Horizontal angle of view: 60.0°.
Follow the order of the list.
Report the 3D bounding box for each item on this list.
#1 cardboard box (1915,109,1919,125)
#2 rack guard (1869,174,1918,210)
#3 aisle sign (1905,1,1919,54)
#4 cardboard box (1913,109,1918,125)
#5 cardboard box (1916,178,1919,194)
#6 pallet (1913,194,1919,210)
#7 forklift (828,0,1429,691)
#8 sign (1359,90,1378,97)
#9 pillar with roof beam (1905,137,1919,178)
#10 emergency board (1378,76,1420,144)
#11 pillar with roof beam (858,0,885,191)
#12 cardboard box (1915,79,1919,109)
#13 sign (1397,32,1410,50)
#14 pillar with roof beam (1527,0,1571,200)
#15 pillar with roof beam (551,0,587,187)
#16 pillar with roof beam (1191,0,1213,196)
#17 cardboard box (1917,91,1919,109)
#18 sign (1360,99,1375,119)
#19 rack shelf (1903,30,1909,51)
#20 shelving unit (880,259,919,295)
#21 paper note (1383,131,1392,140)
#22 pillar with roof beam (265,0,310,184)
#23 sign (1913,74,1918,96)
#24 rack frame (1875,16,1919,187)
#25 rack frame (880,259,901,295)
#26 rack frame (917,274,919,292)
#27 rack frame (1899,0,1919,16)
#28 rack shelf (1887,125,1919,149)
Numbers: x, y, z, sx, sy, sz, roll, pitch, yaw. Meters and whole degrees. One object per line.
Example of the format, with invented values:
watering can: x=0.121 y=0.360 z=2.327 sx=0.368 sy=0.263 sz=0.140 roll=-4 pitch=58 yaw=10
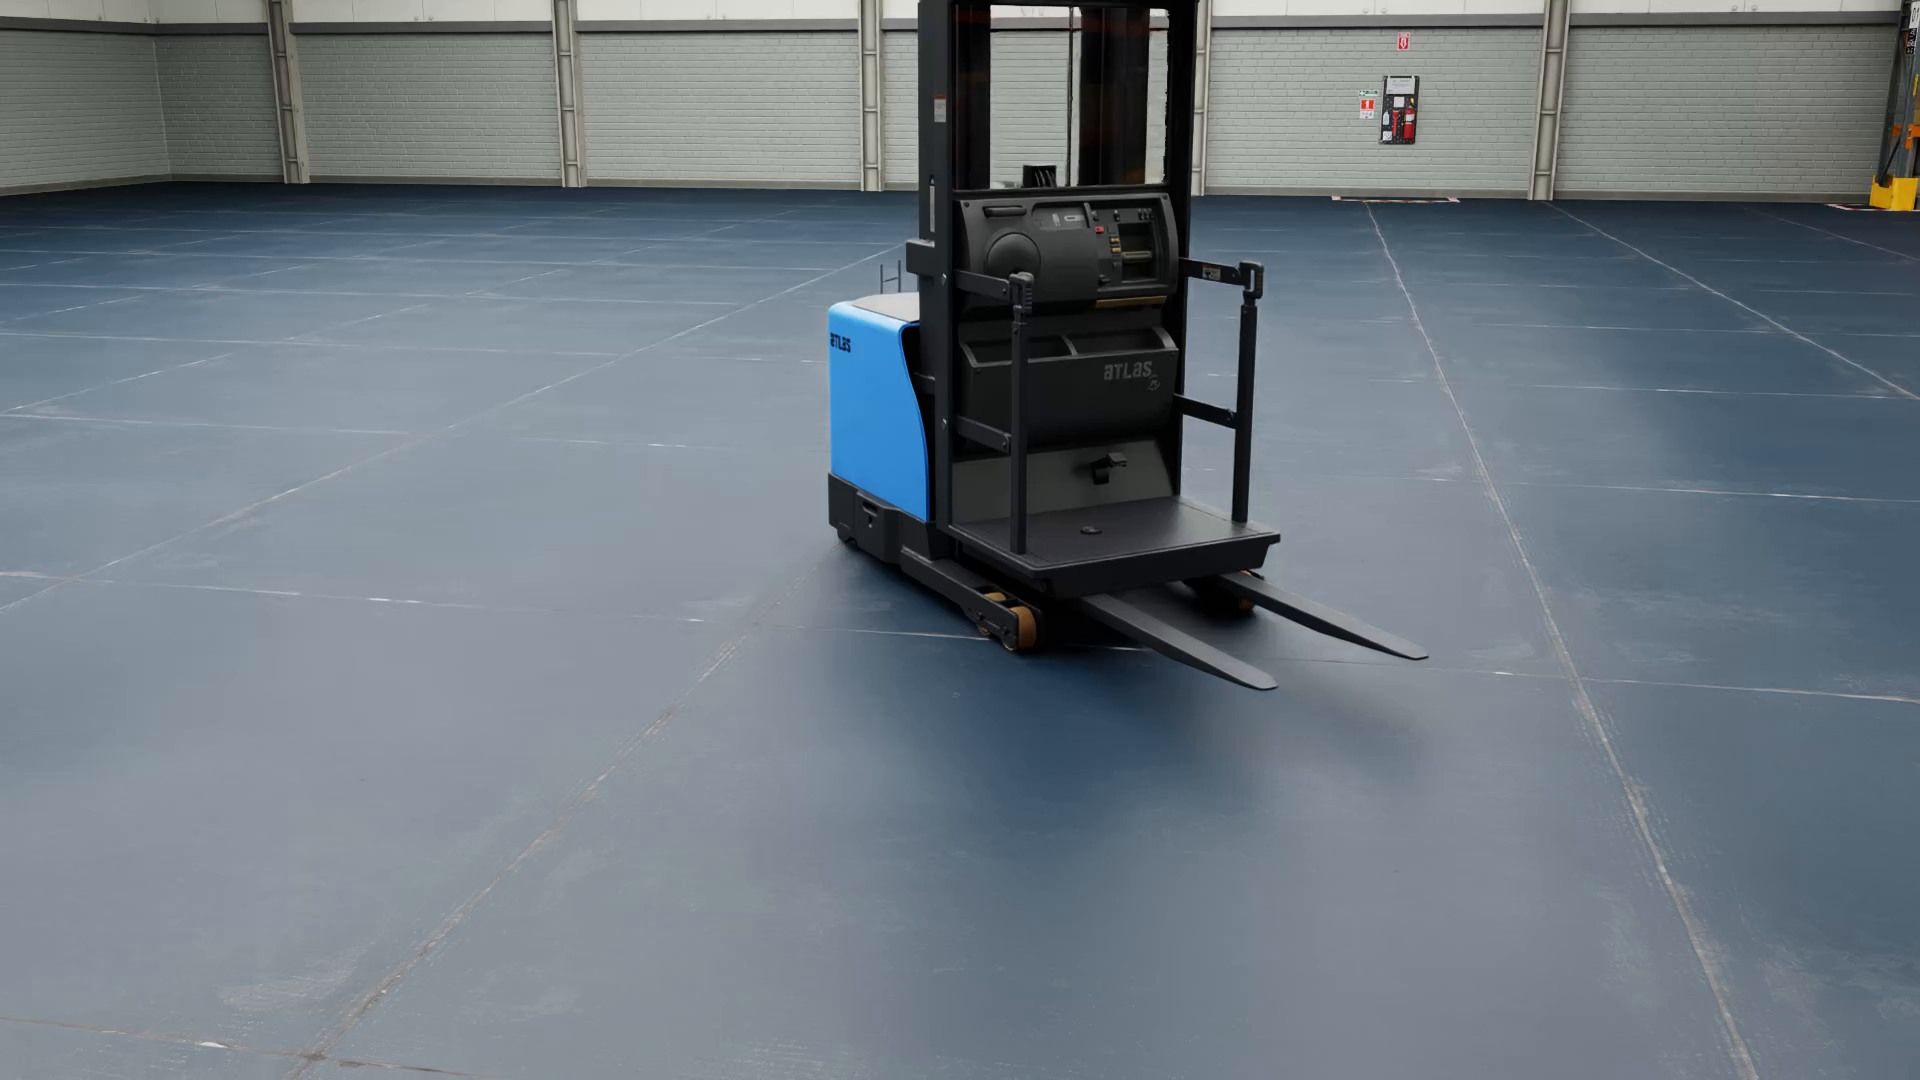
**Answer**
cardboard box: x=15.555 y=-6.711 z=26.415 sx=0.500 sy=0.250 sz=0.500 roll=3 pitch=16 yaw=9
rack guard: x=15.215 y=-5.674 z=27.110 sx=0.348 sy=0.500 sz=1.175 roll=3 pitch=16 yaw=11
aisle sign: x=15.010 y=-8.061 z=26.175 sx=0.004 sy=0.787 sz=0.394 roll=3 pitch=16 yaw=11
cardboard box: x=15.637 y=-6.846 z=26.902 sx=0.500 sy=0.250 sz=0.500 roll=3 pitch=16 yaw=12
cardboard box: x=15.801 y=-5.739 z=26.874 sx=0.500 sy=0.311 sz=0.500 roll=1 pitch=16 yaw=5
pallet: x=16.004 y=-5.482 z=26.960 sx=1.213 sy=0.211 sz=1.003 roll=3 pitch=16 yaw=11
forklift: x=0.527 y=-1.140 z=6.190 sx=1.130 sy=2.935 sz=3.031 roll=-8 pitch=17 yaw=-26
sign: x=7.187 y=-7.859 z=29.256 sx=0.331 sy=0.109 sz=0.001 roll=3 pitch=16 yaw=11
pillar with roof beam: x=15.141 y=-8.837 z=22.607 sx=0.400 sy=9.000 sz=9.100 roll=3 pitch=16 yaw=11
emergency board: x=7.705 y=-7.532 z=29.137 sx=0.643 sy=1.169 sz=0.194 roll=3 pitch=16 yaw=11
pillar with roof beam: x=-2.498 y=-9.794 z=26.064 sx=0.400 sy=9.000 sz=9.100 roll=3 pitch=16 yaw=11
cardboard box: x=15.645 y=-7.212 z=26.819 sx=0.500 sy=0.500 sz=0.500 roll=3 pitch=16 yaw=10
sign: x=7.717 y=-8.676 z=28.923 sx=0.199 sy=0.298 sz=0.001 roll=3 pitch=16 yaw=11
pillar with roof beam: x=9.261 y=-9.156 z=23.760 sx=0.400 sy=9.000 sz=9.100 roll=3 pitch=16 yaw=11
pillar with roof beam: x=-8.378 y=-10.114 z=27.216 sx=0.400 sy=9.000 sz=9.100 roll=3 pitch=16 yaw=11
pillar with roof beam: x=3.382 y=-9.475 z=24.912 sx=0.400 sy=9.000 sz=9.100 roll=3 pitch=16 yaw=11
cardboard box: x=15.548 y=-7.078 z=26.333 sx=0.500 sy=0.500 sz=0.500 roll=3 pitch=16 yaw=11
sign: x=7.184 y=-7.606 z=29.336 sx=0.234 sy=0.329 sz=0.001 roll=3 pitch=16 yaw=11
rack shelf: x=17.100 y=-7.875 z=26.103 sx=4.000 sy=0.370 sz=1.077 roll=3 pitch=16 yaw=11
shelving unit: x=-0.238 y=-0.707 z=7.869 sx=0.189 sy=1.200 sz=0.258 roll=6 pitch=16 yaw=19
paper note: x=7.545 y=-7.135 z=29.353 sx=0.142 sy=0.148 sz=0.016 roll=3 pitch=16 yaw=11
pillar with roof beam: x=-14.257 y=-10.433 z=28.369 sx=0.400 sy=9.000 sz=9.100 roll=3 pitch=16 yaw=11
sign: x=15.033 y=-7.158 z=26.163 sx=0.005 sy=0.325 sz=0.100 roll=3 pitch=16 yaw=11
rack frame: x=15.140 y=-6.883 z=26.791 sx=0.127 sy=3.000 sz=1.000 roll=3 pitch=16 yaw=11
rack frame: x=-0.324 y=-0.716 z=7.899 sx=0.006 sy=1.200 sz=0.240 roll=6 pitch=16 yaw=19
rack frame: x=-0.152 y=-0.699 z=7.839 sx=0.006 sy=1.200 sz=0.240 roll=6 pitch=16 yaw=19
rack frame: x=15.140 y=-9.774 z=25.991 sx=0.127 sy=3.000 sz=1.000 roll=3 pitch=16 yaw=11
rack shelf: x=17.100 y=-6.430 z=26.503 sx=4.000 sy=0.370 sz=1.077 roll=3 pitch=16 yaw=11
